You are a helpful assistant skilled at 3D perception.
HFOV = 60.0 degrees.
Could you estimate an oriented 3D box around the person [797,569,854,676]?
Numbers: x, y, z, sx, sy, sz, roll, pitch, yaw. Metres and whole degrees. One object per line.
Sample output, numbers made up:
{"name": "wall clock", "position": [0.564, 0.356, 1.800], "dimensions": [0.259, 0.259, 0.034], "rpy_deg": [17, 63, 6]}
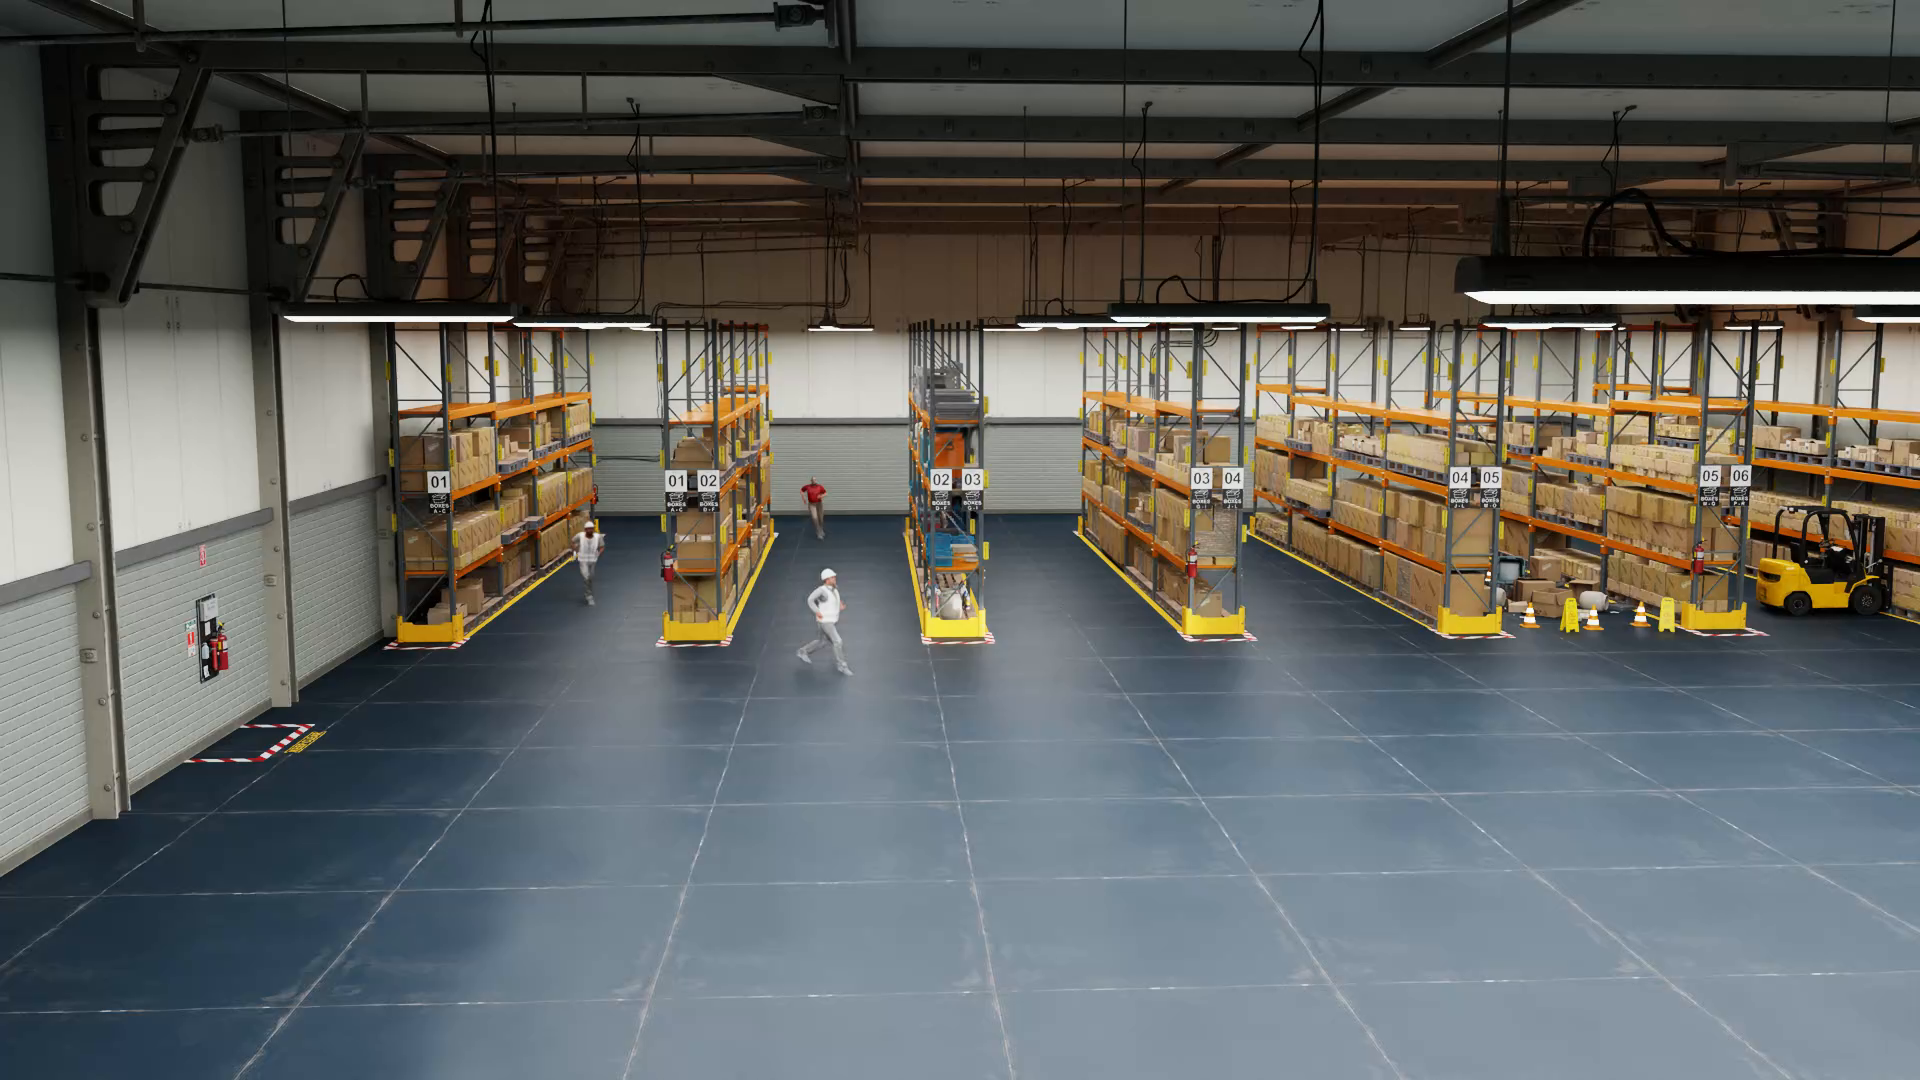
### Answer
{"name": "person", "position": [-2.280, 1.391, 28.182], "dimensions": [1.049, 1.819, 0.624], "rpy_deg": [2, 7, 14]}

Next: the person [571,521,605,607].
{"name": "person", "position": [-7.929, 0.470, 35.474], "dimensions": [0.685, 1.789, 0.967], "rpy_deg": [-3, 8, -23]}

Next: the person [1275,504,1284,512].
{"name": "person", "position": [9.713, -1.312, 49.905], "dimensions": [0.835, 1.745, 0.712], "rpy_deg": [-5, 9, -35]}

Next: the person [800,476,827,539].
{"name": "person", "position": [-4.104, -0.912, 46.904], "dimensions": [0.715, 1.780, 0.817], "rpy_deg": [-2, 7, -16]}
